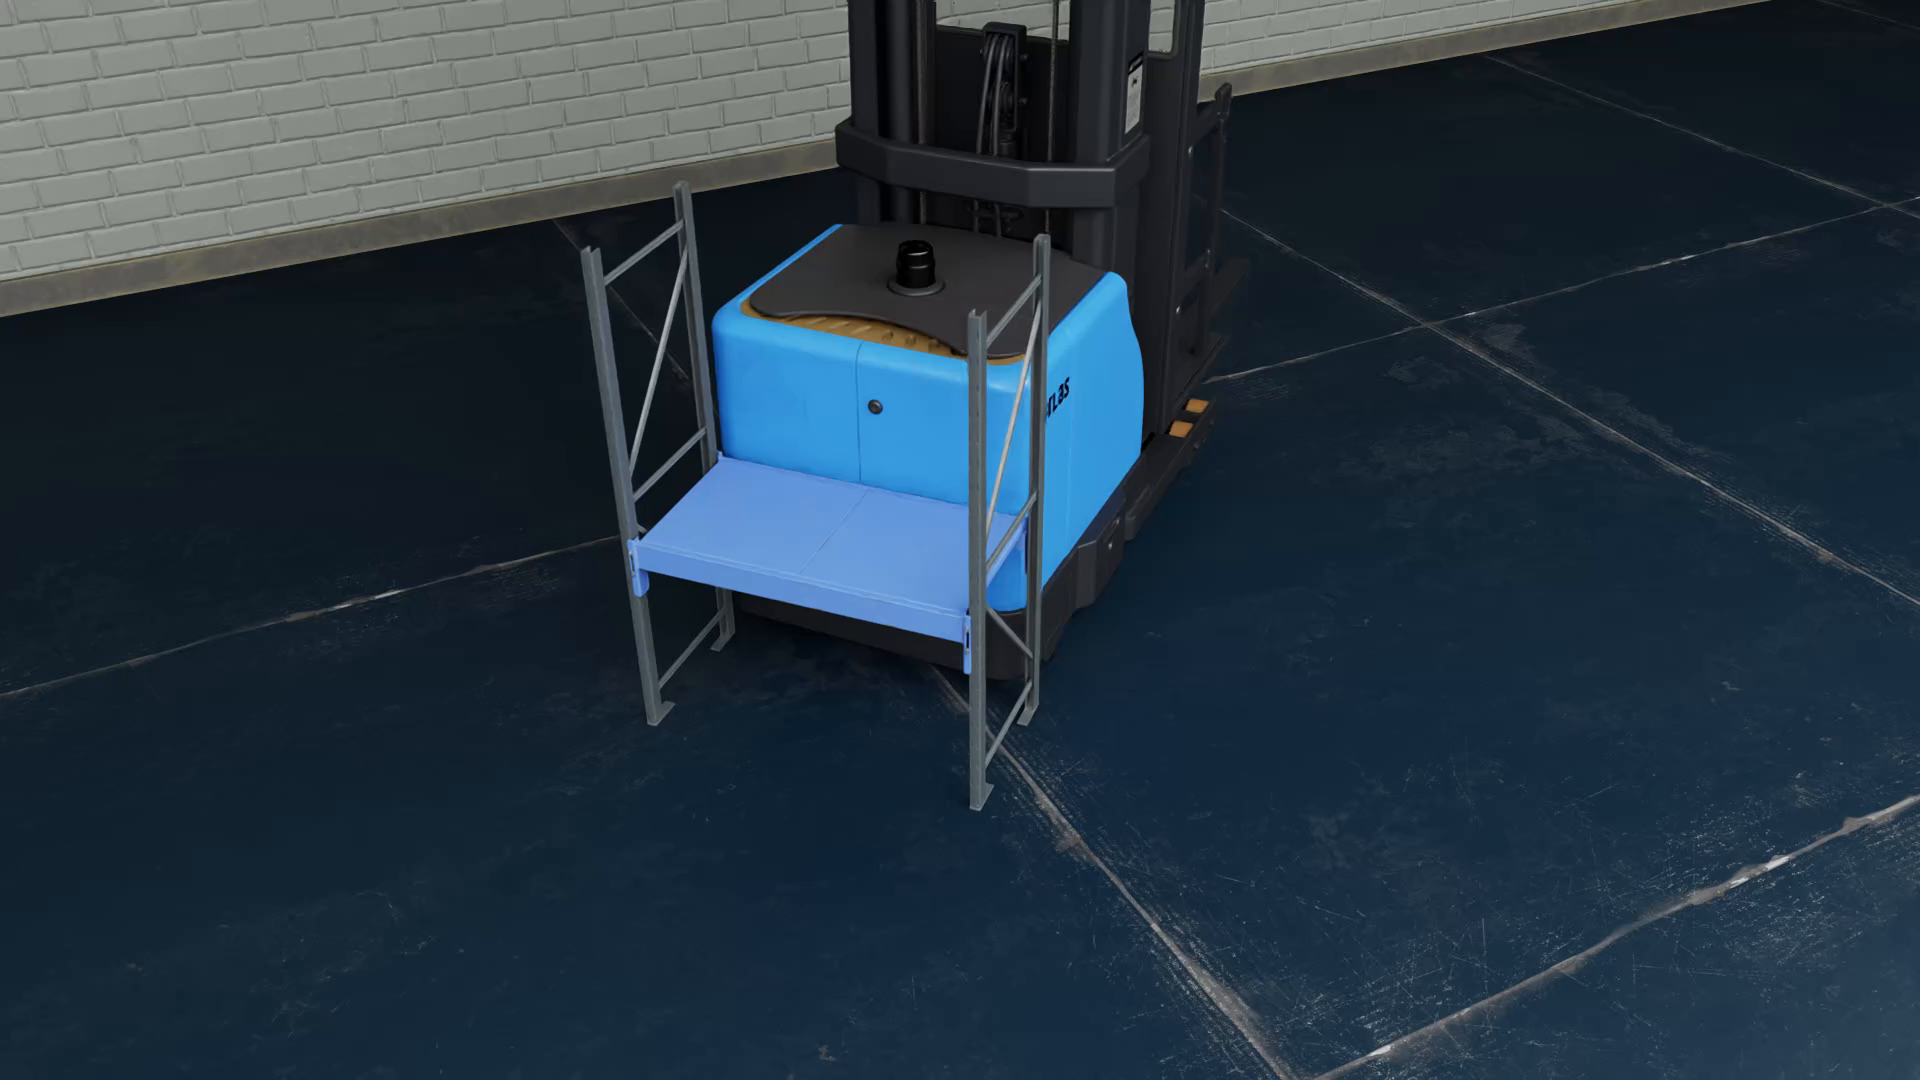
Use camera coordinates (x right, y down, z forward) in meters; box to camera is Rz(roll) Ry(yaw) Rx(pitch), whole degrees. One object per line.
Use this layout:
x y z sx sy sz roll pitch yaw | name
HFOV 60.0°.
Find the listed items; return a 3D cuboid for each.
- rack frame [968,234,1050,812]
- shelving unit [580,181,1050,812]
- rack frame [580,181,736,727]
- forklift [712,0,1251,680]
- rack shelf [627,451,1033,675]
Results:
0.126 -0.008 4.363 0.032 1.500 0.500 12 36 18 | rack frame
-0.348 -0.107 4.518 1.048 1.500 0.538 12 36 18 | shelving unit
-0.821 -0.206 4.673 0.032 1.500 0.500 12 36 18 | rack frame
0.332 -1.596 5.525 1.130 2.935 3.031 14 35 20 | forklift
-0.346 0.043 4.617 1.000 0.185 0.538 12 36 18 | rack shelf
